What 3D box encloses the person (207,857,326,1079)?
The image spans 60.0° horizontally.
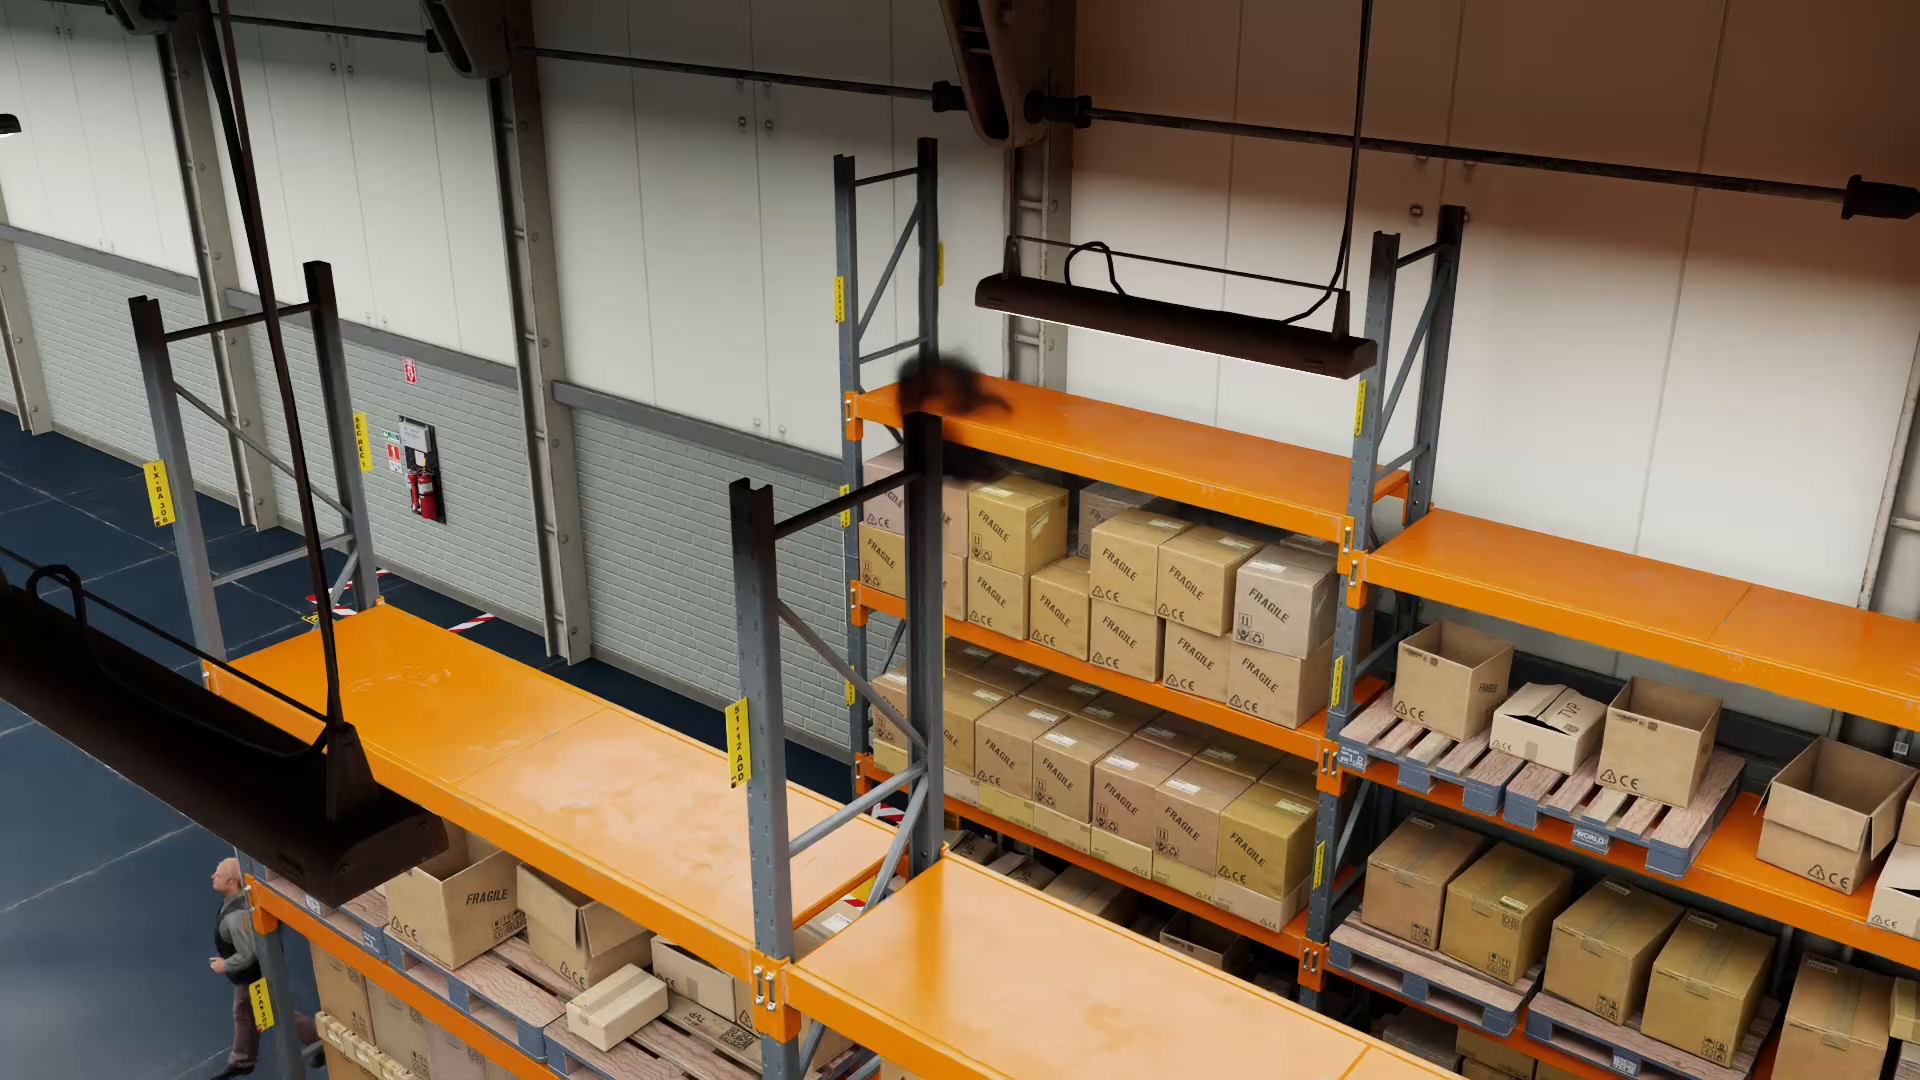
[{"bbox_3d":[-4.614,2.789,10.872,0.868,1.646,0.659,-7,24,-16],"label":"person"}]
